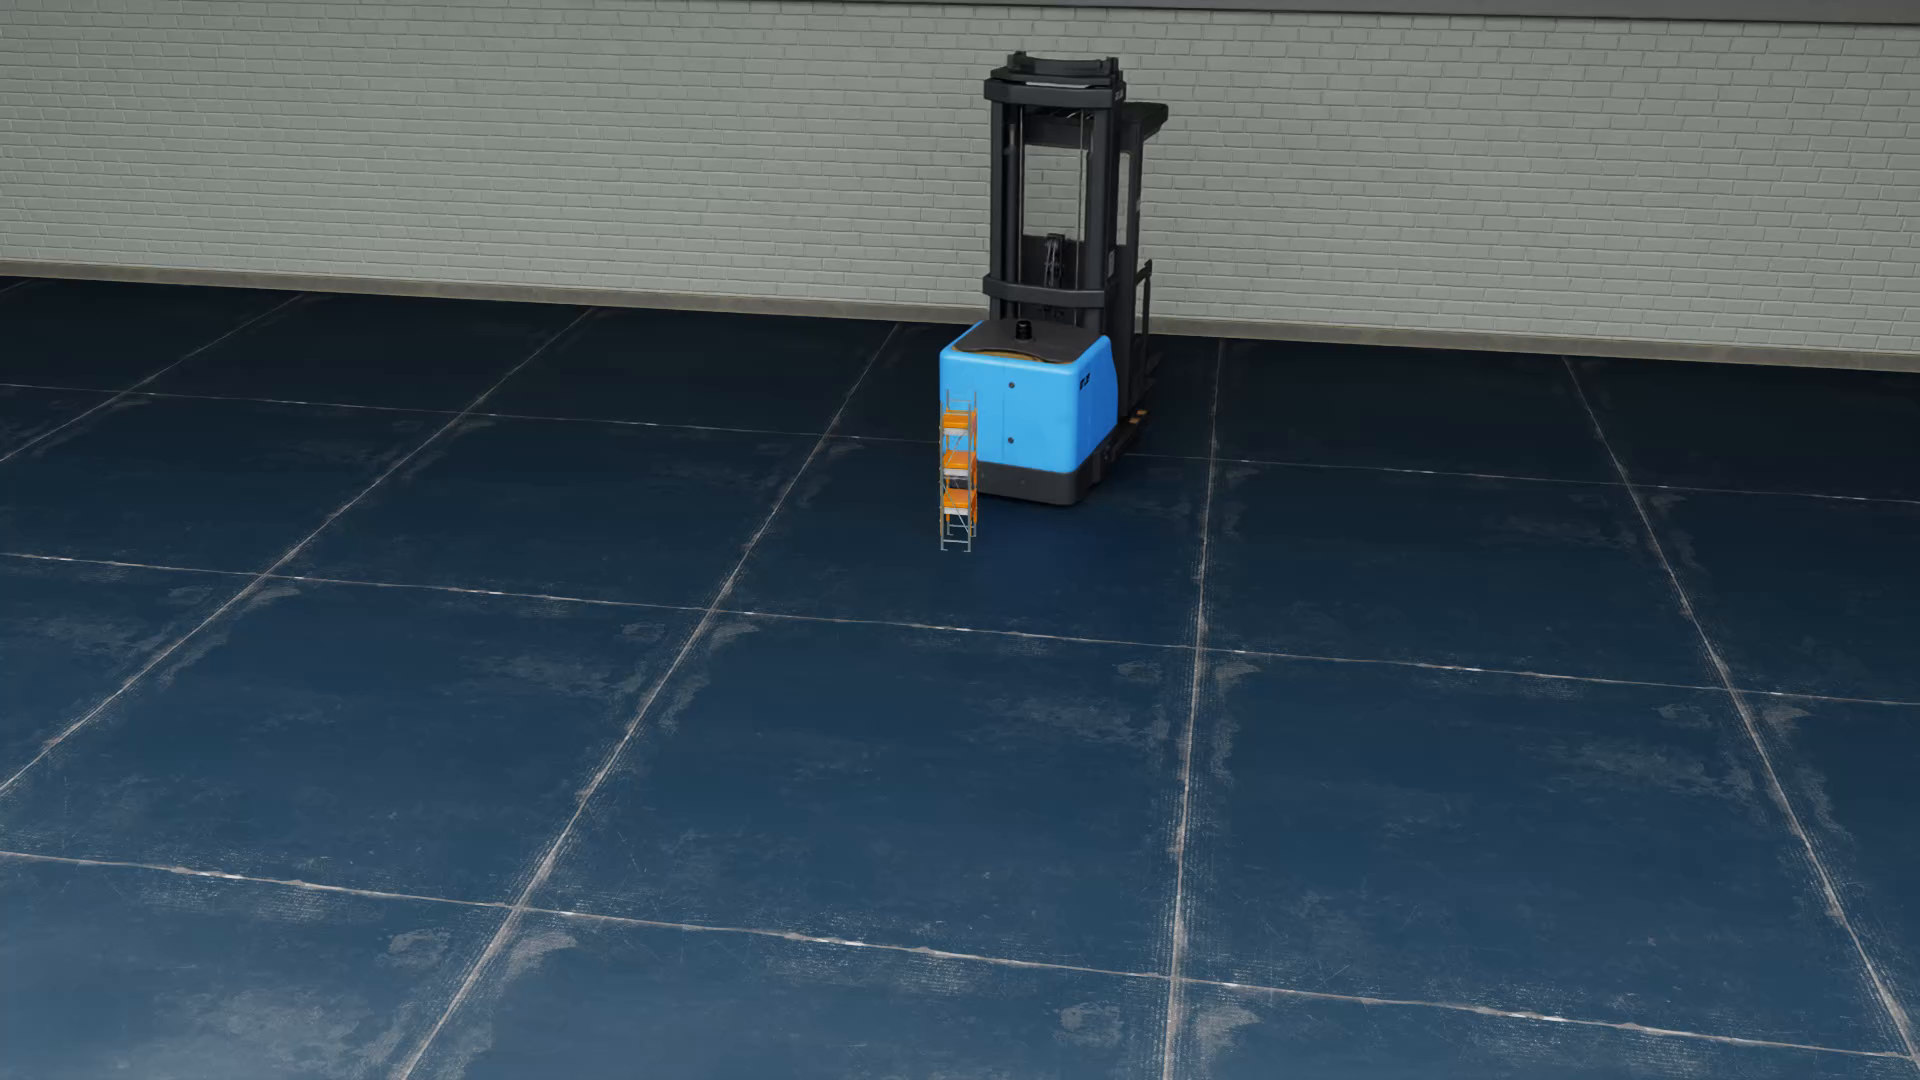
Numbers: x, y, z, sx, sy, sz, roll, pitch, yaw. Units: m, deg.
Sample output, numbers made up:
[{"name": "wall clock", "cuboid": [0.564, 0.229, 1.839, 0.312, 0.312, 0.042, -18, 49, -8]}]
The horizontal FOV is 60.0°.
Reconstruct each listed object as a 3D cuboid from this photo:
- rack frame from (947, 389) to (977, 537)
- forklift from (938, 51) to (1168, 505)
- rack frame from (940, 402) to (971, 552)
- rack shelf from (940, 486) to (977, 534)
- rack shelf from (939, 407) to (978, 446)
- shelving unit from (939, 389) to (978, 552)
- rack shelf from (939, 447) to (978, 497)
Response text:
[{"name": "rack frame", "cuboid": [0.011, -0.504, 11.089, 0.200, 1.050, 0.008, 4, 25, 9]}, {"name": "forklift", "cuboid": [0.863, -2.169, 12.426, 1.130, 2.935, 3.031, 10, 27, 20]}, {"name": "rack frame", "cuboid": [-0.029, -0.402, 10.871, 0.200, 1.050, 0.008, 4, 25, 9]}, {"name": "rack shelf", "cuboid": [-0.009, -0.192, 11.102, 0.215, 0.259, 0.240, 4, 25, 9]}, {"name": "rack shelf", "cuboid": [-0.009, -0.701, 10.864, 0.215, 0.259, 0.240, 4, 25, 9]}, {"name": "shelving unit", "cuboid": [-0.009, -0.453, 10.980, 0.215, 1.050, 0.252, 4, 25, 9]}, {"name": "rack shelf", "cuboid": [-0.009, -0.444, 10.984, 0.215, 0.259, 0.240, 4, 25, 9]}]
